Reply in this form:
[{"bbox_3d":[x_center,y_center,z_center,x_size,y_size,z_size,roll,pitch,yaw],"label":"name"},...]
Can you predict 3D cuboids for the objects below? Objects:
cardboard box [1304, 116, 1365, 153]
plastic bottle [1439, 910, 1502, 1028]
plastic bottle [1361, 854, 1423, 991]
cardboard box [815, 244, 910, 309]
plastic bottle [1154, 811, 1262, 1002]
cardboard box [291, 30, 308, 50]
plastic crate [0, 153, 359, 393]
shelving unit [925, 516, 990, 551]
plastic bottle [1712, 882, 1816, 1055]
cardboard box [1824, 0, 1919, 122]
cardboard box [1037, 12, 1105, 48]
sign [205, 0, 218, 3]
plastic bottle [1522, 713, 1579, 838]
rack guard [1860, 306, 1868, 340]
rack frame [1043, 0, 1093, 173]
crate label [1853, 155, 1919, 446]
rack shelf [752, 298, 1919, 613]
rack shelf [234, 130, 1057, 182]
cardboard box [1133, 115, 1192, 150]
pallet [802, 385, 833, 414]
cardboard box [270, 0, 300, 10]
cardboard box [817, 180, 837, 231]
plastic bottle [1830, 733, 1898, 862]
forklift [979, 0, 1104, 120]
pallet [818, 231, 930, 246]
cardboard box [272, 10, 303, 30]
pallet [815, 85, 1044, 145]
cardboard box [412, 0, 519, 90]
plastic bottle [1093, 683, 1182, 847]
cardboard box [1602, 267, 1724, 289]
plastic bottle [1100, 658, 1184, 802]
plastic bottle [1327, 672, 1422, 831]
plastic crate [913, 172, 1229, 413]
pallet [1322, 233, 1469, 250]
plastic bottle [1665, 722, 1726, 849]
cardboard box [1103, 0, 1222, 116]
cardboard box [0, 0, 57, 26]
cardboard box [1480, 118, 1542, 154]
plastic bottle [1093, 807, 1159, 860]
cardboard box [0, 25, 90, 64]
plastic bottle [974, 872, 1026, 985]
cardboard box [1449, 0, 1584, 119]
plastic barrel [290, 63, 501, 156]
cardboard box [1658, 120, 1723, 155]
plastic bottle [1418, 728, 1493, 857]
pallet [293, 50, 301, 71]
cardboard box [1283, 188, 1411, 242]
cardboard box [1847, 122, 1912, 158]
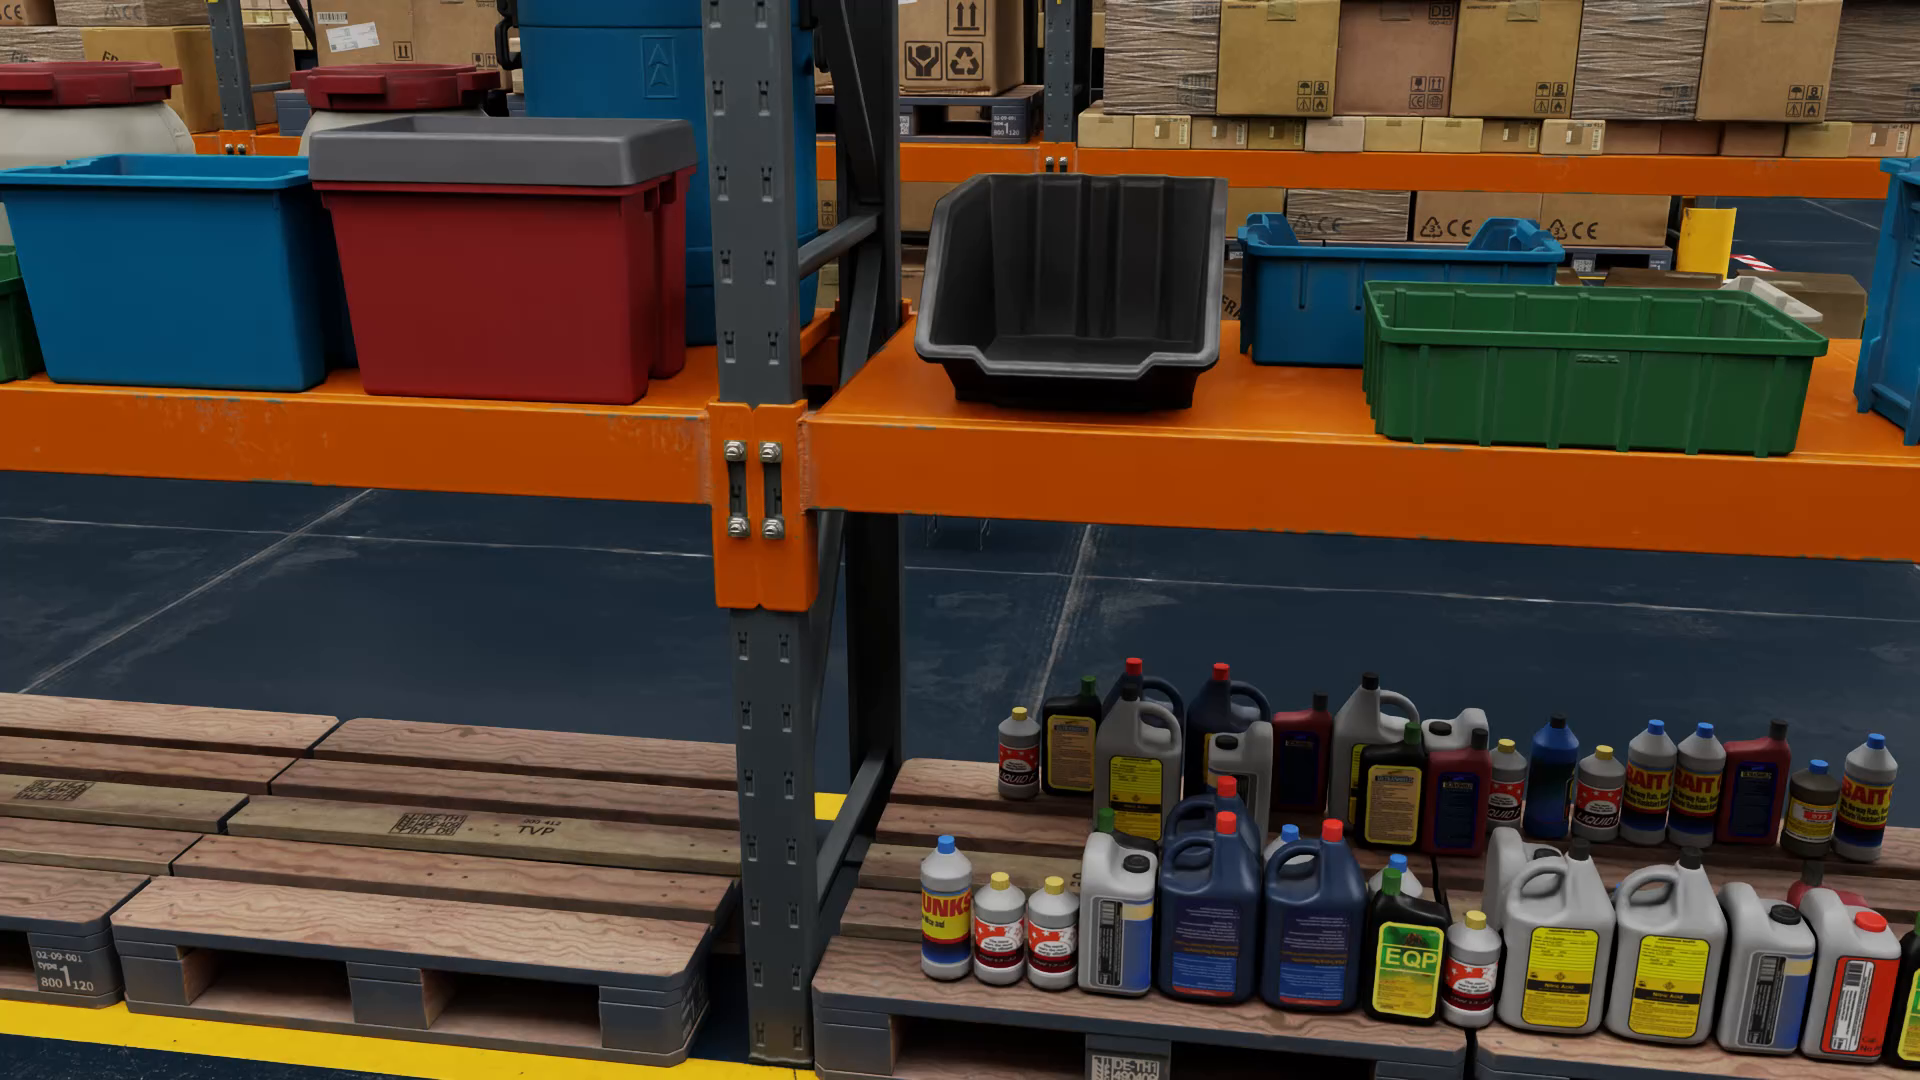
[{"bbox_3d":[1.664,-1.826,7.429,0.250,0.149,0.380,3,19,9],"label":"cardboard box"},{"bbox_3d":[0.923,0.766,3.003,0.097,0.201,0.097,0,18,0],"label":"plastic bottle"},{"bbox_3d":[0.798,0.707,3.069,0.097,0.271,0.097,0,18,0],"label":"plastic bottle"},{"bbox_3d":[-0.556,-1.196,8.398,0.500,0.500,0.700,3,19,8],"label":"cardboard box"},{"bbox_3d":[0.460,0.664,3.072,0.185,0.351,0.144,3,19,10],"label":"plastic bottle"},{"bbox_3d":[-5.161,-3.922,13.030,0.250,0.149,0.380,2,19,6],"label":"cardboard box"},{"bbox_3d":[-1.409,-0.504,3.109,0.575,0.384,0.392,3,19,9],"label":"plastic crate"},{"bbox_3d":[-0.008,-0.427,6.162,0.210,0.900,0.258,3,19,9],"label":"shelving unit"},{"bbox_3d":[1.414,0.747,2.942,0.135,0.276,0.152,2,19,7],"label":"plastic bottle"},{"bbox_3d":[3.926,-2.129,7.313,0.500,0.500,0.875,3,19,9],"label":"cardboard box"},{"bbox_3d":[0.844,-3.644,12.310,0.500,0.500,0.500,3,19,8],"label":"cardboard box"},{"bbox_3d":[-3.519,-2.682,7.767,0.005,0.325,0.100,3,19,9],"label":"sign"},{"bbox_3d":[1.301,0.511,3.654,0.097,0.271,0.097,0,18,0],"label":"plastic bottle"},{"bbox_3d":[4.389,-0.723,7.675,0.348,0.500,1.175,3,19,9],"label":"rack guard"},{"bbox_3d":[0.515,-2.106,7.869,0.127,3.000,1.000,3,19,9],"label":"rack frame"},{"bbox_3d":[1.818,-0.377,2.648,0.616,0.435,0.502,3,19,9],"label":"crate label"},{"bbox_3d":[1.704,-0.112,3.045,4.000,0.370,1.077,3,19,9],"label":"rack shelf"},{"bbox_3d":[-1.460,-1.865,8.284,4.000,0.370,1.077,3,19,9],"label":"rack shelf"},{"bbox_3d":[0.924,-1.865,7.545,0.250,0.149,0.380,3,19,9],"label":"cardboard box"},{"bbox_3d":[-0.254,-0.822,8.427,1.213,0.211,1.003,3,19,9],"label":"pallet"},{"bbox_3d":[-5.154,-4.203,12.935,0.250,0.149,0.380,3,19,8],"label":"cardboard box"},{"bbox_3d":[-1.097,-2.886,13.086,0.750,0.750,1.050,3,19,9],"label":"cardboard box"},{"bbox_3d":[1.938,0.544,3.557,0.097,0.271,0.097,0,18,0],"label":"plastic bottle"},{"bbox_3d":[0.670,-3.029,10.737,1.130,2.935,3.031,-2,19,-5],"label":"forklift"},{"bbox_3d":[-0.580,-2.408,13.167,1.213,0.211,1.003,3,19,9],"label":"pallet"},{"bbox_3d":[-5.147,-4.063,12.985,0.250,0.149,0.380,4,19,11],"label":"cardboard box"},{"bbox_3d":[-0.217,-2.099,8.151,1.213,0.211,1.003,3,19,9],"label":"pallet"},{"bbox_3d":[-2.328,-2.542,8.354,0.500,0.500,0.700,6,19,17],"label":"cardboard box"},{"bbox_3d":[0.388,0.481,3.620,0.185,0.351,0.144,3,19,9],"label":"plastic bottle"},{"bbox_3d":[3.255,-0.974,7.765,0.500,0.500,0.500,8,20,23],"label":"cardboard box"},{"bbox_3d":[0.411,0.436,3.755,0.185,0.351,0.144,2,19,7],"label":"plastic bottle"},{"bbox_3d":[0.919,0.462,3.677,0.185,0.351,0.144,3,19,8],"label":"plastic bottle"},{"bbox_3d":[0.226,-0.458,3.043,0.504,0.338,0.767,3,19,9],"label":"plastic crate"},{"bbox_3d":[3.348,-2.209,12.571,1.213,0.211,1.003,3,19,9],"label":"pallet"},{"bbox_3d":[1.600,0.526,3.609,0.097,0.271,0.097,0,18,0],"label":"plastic bottle"},{"bbox_3d":[0.949,-2.252,7.680,0.500,0.500,0.875,3,19,9],"label":"cardboard box"},{"bbox_3d":[-4.797,-2.906,8.521,0.637,0.503,0.797,3,19,10],"label":"cardboard box"},{"bbox_3d":[2.417,-1.812,7.387,0.250,0.149,0.380,3,19,9],"label":"cardboard box"},{"bbox_3d":[0.314,0.653,3.211,0.133,0.283,0.061,3,19,9],"label":"plastic bottle"},{"bbox_3d":[-4.452,-2.329,8.377,0.500,0.500,0.500,3,19,8],"label":"cardboard box"},{"bbox_3d":[0.075,0.723,3.132,0.097,0.201,0.097,0,18,0],"label":"plastic bottle"},{"bbox_3d":[2.434,-2.184,7.477,0.500,0.500,0.875,3,19,9],"label":"cardboard box"},{"bbox_3d":[-1.181,-0.735,3.559,0.433,0.535,0.433,0,18,0],"label":"plastic barrel"},{"bbox_3d":[3.164,-1.787,7.313,0.250,0.149,0.380,3,19,9],"label":"cardboard box"},{"bbox_3d":[1.063,0.536,3.560,0.133,0.283,0.061,3,19,9],"label":"plastic bottle"},{"bbox_3d":[-5.766,-3.882,13.480,1.213,0.211,1.003,3,19,9],"label":"pallet"},{"bbox_3d":[2.902,-2.748,12.476,0.875,0.875,0.875,3,19,9],"label":"cardboard box"},{"bbox_3d":[3.903,-1.748,7.195,0.250,0.149,0.380,3,19,9],"label":"cardboard box"}]
